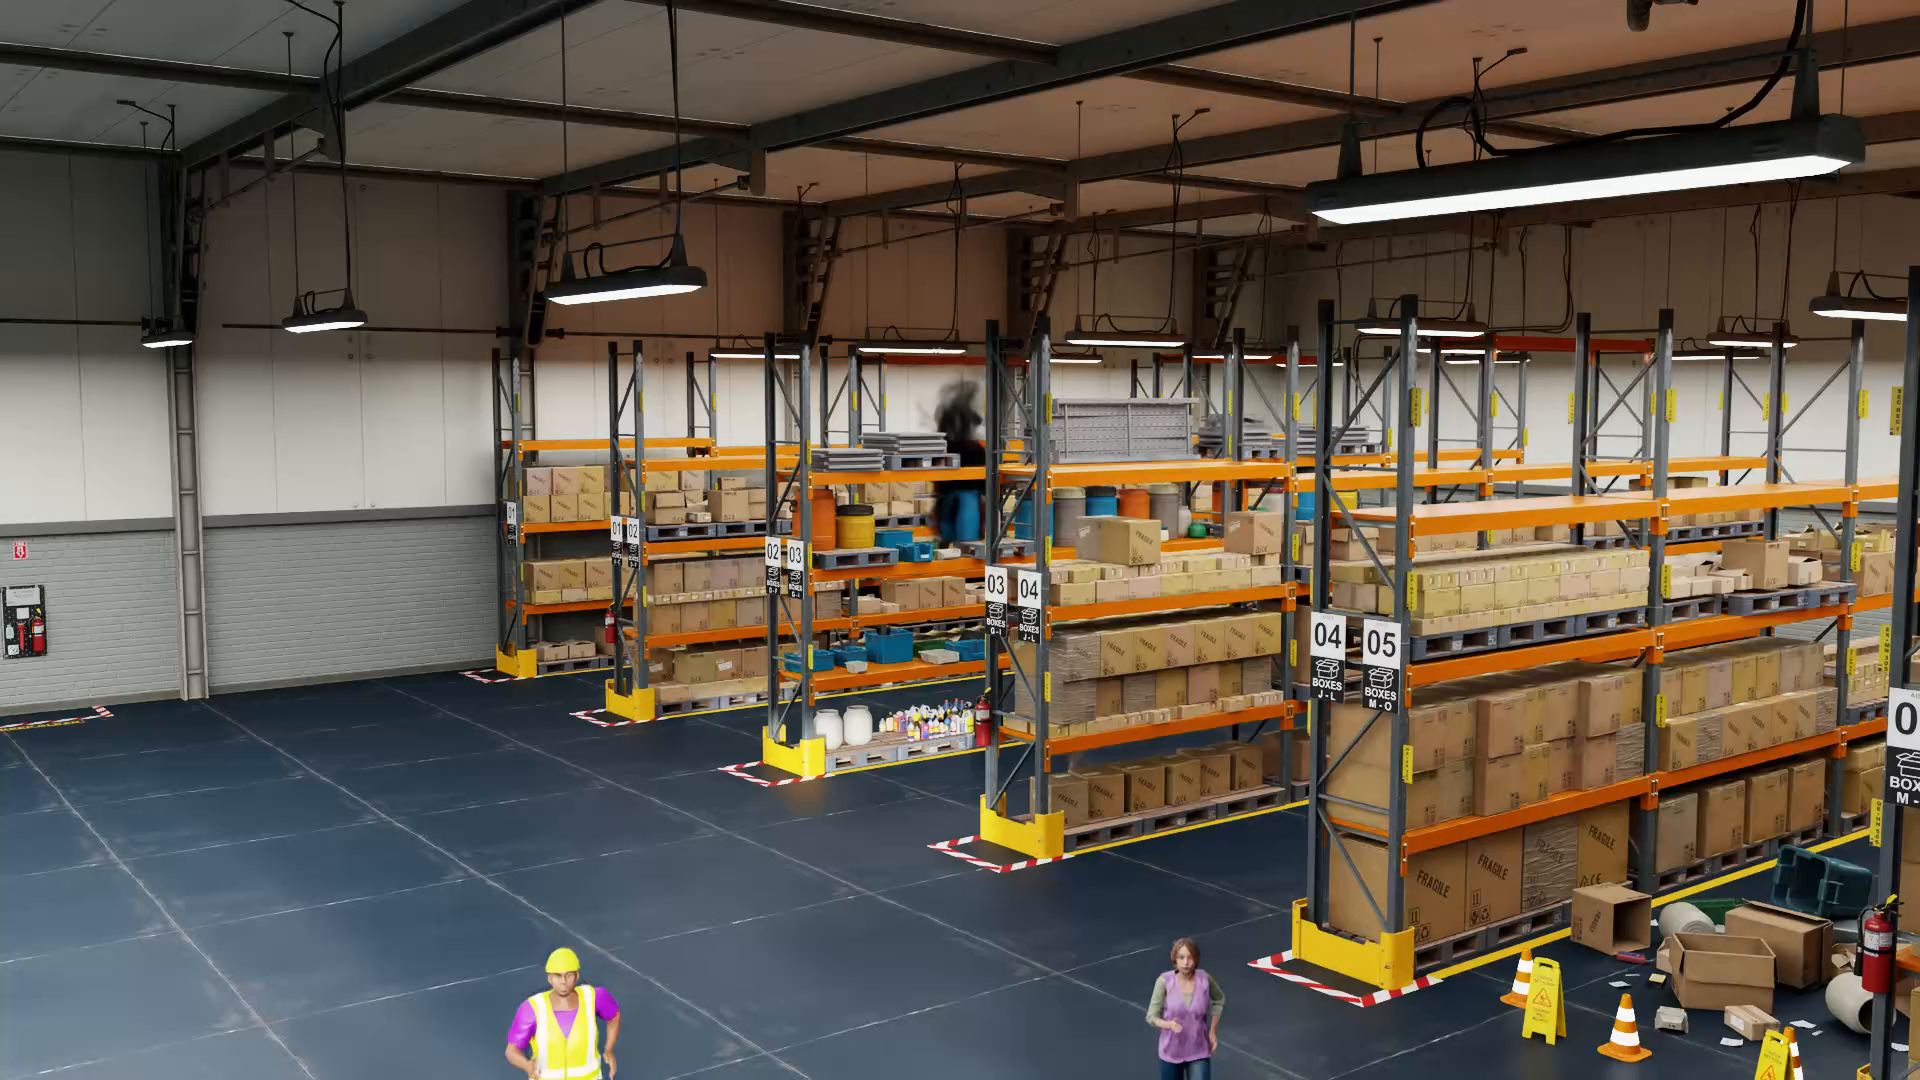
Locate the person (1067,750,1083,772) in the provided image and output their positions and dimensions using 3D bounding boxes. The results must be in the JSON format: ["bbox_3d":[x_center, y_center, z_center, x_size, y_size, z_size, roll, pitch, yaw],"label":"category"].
[{"bbox_3d":[1.431,2.151,21.757,0.558,1.781,0.656,4,7,41],"label":"person"}]

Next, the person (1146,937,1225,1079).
[{"bbox_3d":[1.474,3.407,10.884,0.516,1.635,0.677,1,5,8],"label":"person"}]

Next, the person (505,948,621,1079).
[{"bbox_3d":[-2.421,3.372,10.203,0.701,1.765,0.972,-1,5,-14],"label":"person"}]
